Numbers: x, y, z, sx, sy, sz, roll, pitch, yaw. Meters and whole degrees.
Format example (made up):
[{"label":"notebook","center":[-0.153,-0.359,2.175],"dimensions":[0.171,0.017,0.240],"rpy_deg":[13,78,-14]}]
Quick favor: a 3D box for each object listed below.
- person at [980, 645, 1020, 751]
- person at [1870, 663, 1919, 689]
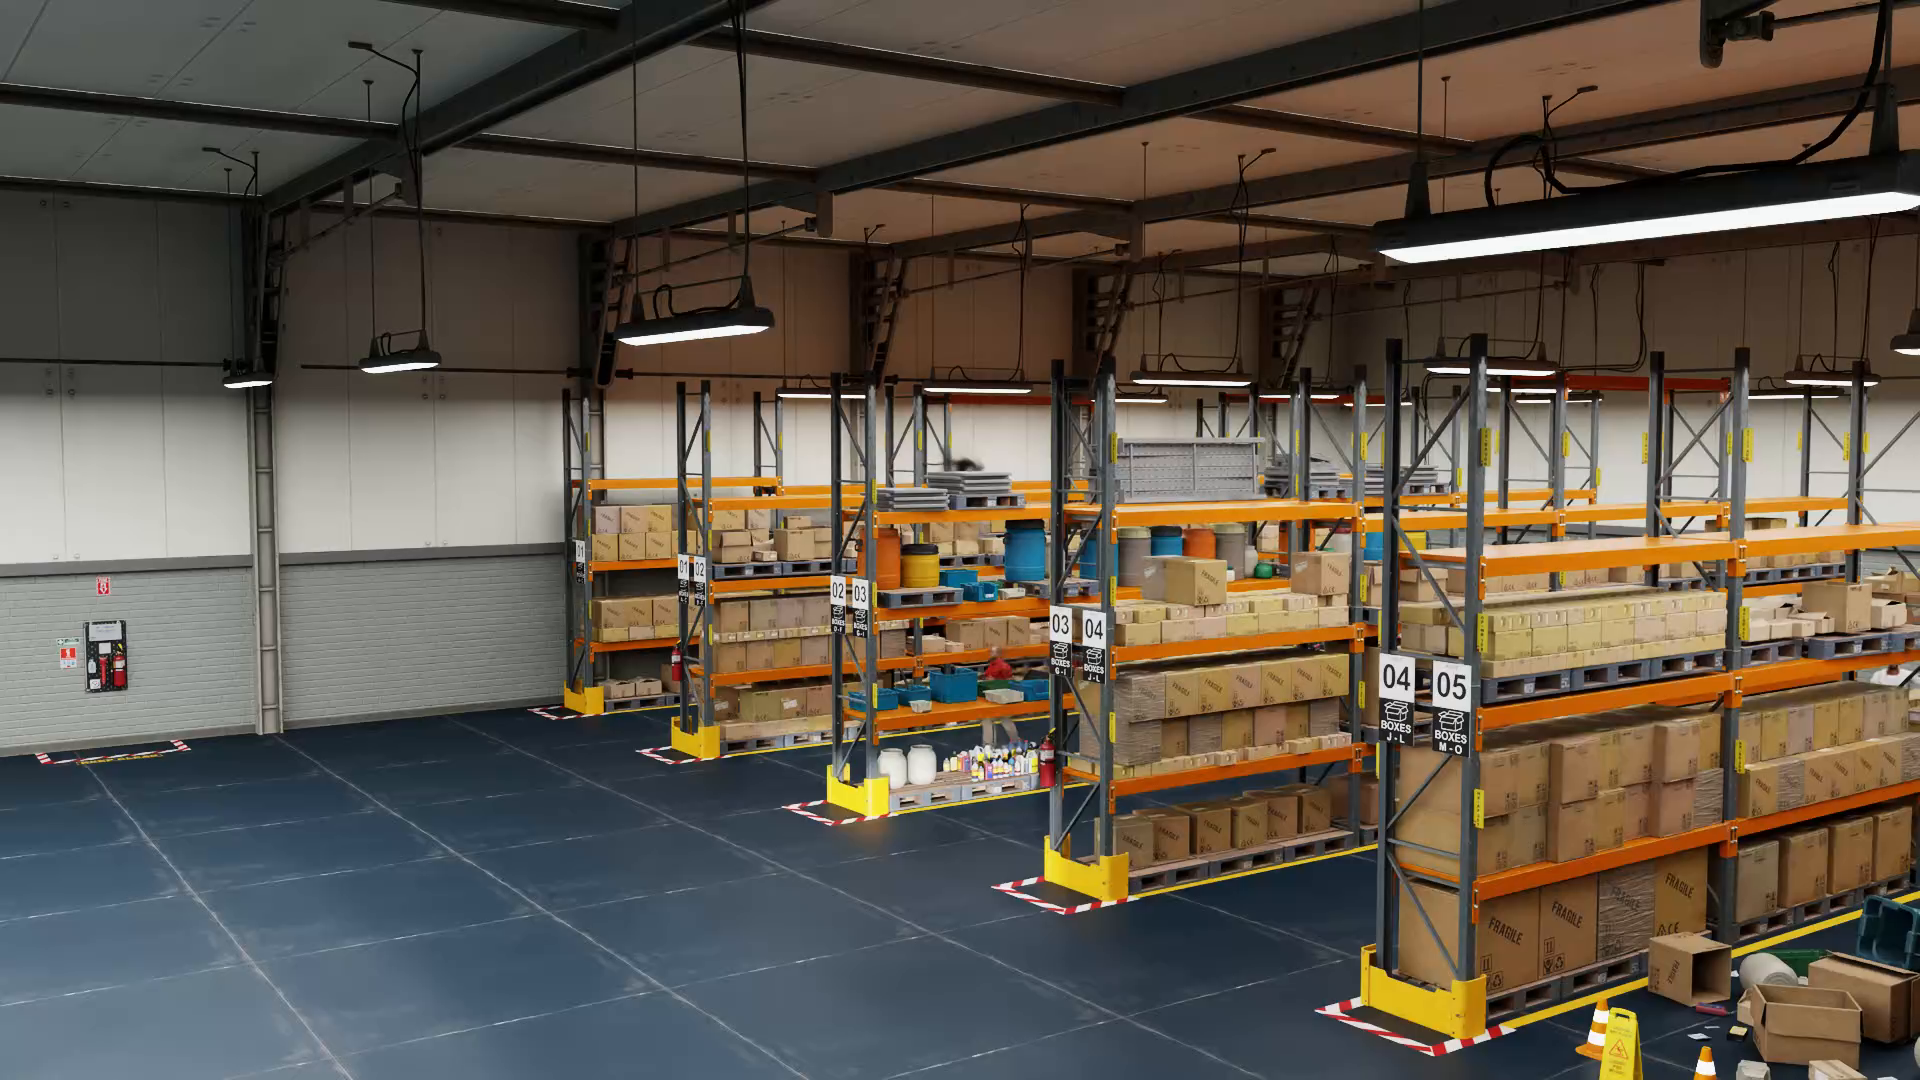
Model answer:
[{"label":"person","center":[0.658,2.593,26.827],"dimensions":[0.811,1.803,0.629],"rpy_deg":[-3,5,-39]},{"label":"person","center":[14.447,2.641,25.723],"dimensions":[0.762,1.824,0.722],"rpy_deg":[-3,4,-35]}]
